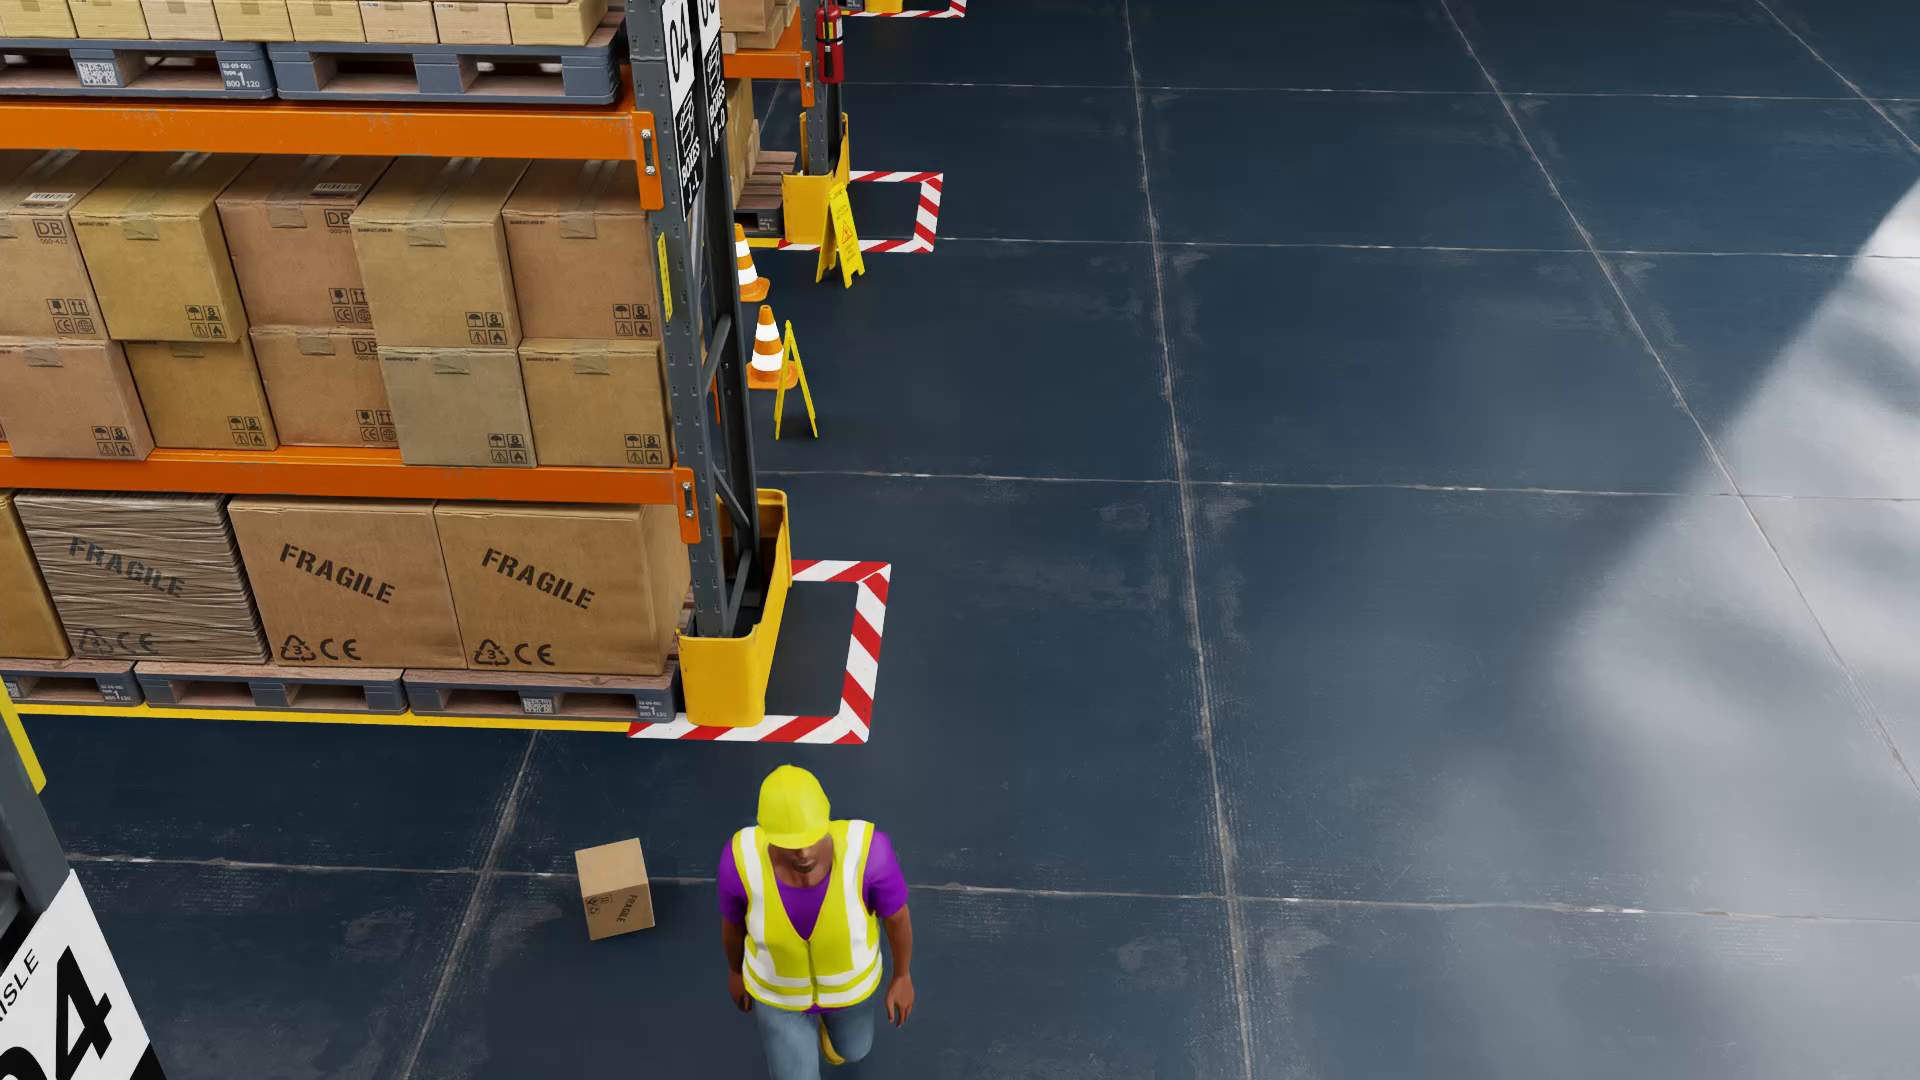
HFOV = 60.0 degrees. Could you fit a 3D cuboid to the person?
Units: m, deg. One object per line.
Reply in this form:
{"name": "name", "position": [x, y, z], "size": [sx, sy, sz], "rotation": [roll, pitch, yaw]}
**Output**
{"name": "person", "position": [-0.445, 1.325, 5.235], "size": [0.584, 1.738, 0.937], "rotation": [-5, 36, -7]}
